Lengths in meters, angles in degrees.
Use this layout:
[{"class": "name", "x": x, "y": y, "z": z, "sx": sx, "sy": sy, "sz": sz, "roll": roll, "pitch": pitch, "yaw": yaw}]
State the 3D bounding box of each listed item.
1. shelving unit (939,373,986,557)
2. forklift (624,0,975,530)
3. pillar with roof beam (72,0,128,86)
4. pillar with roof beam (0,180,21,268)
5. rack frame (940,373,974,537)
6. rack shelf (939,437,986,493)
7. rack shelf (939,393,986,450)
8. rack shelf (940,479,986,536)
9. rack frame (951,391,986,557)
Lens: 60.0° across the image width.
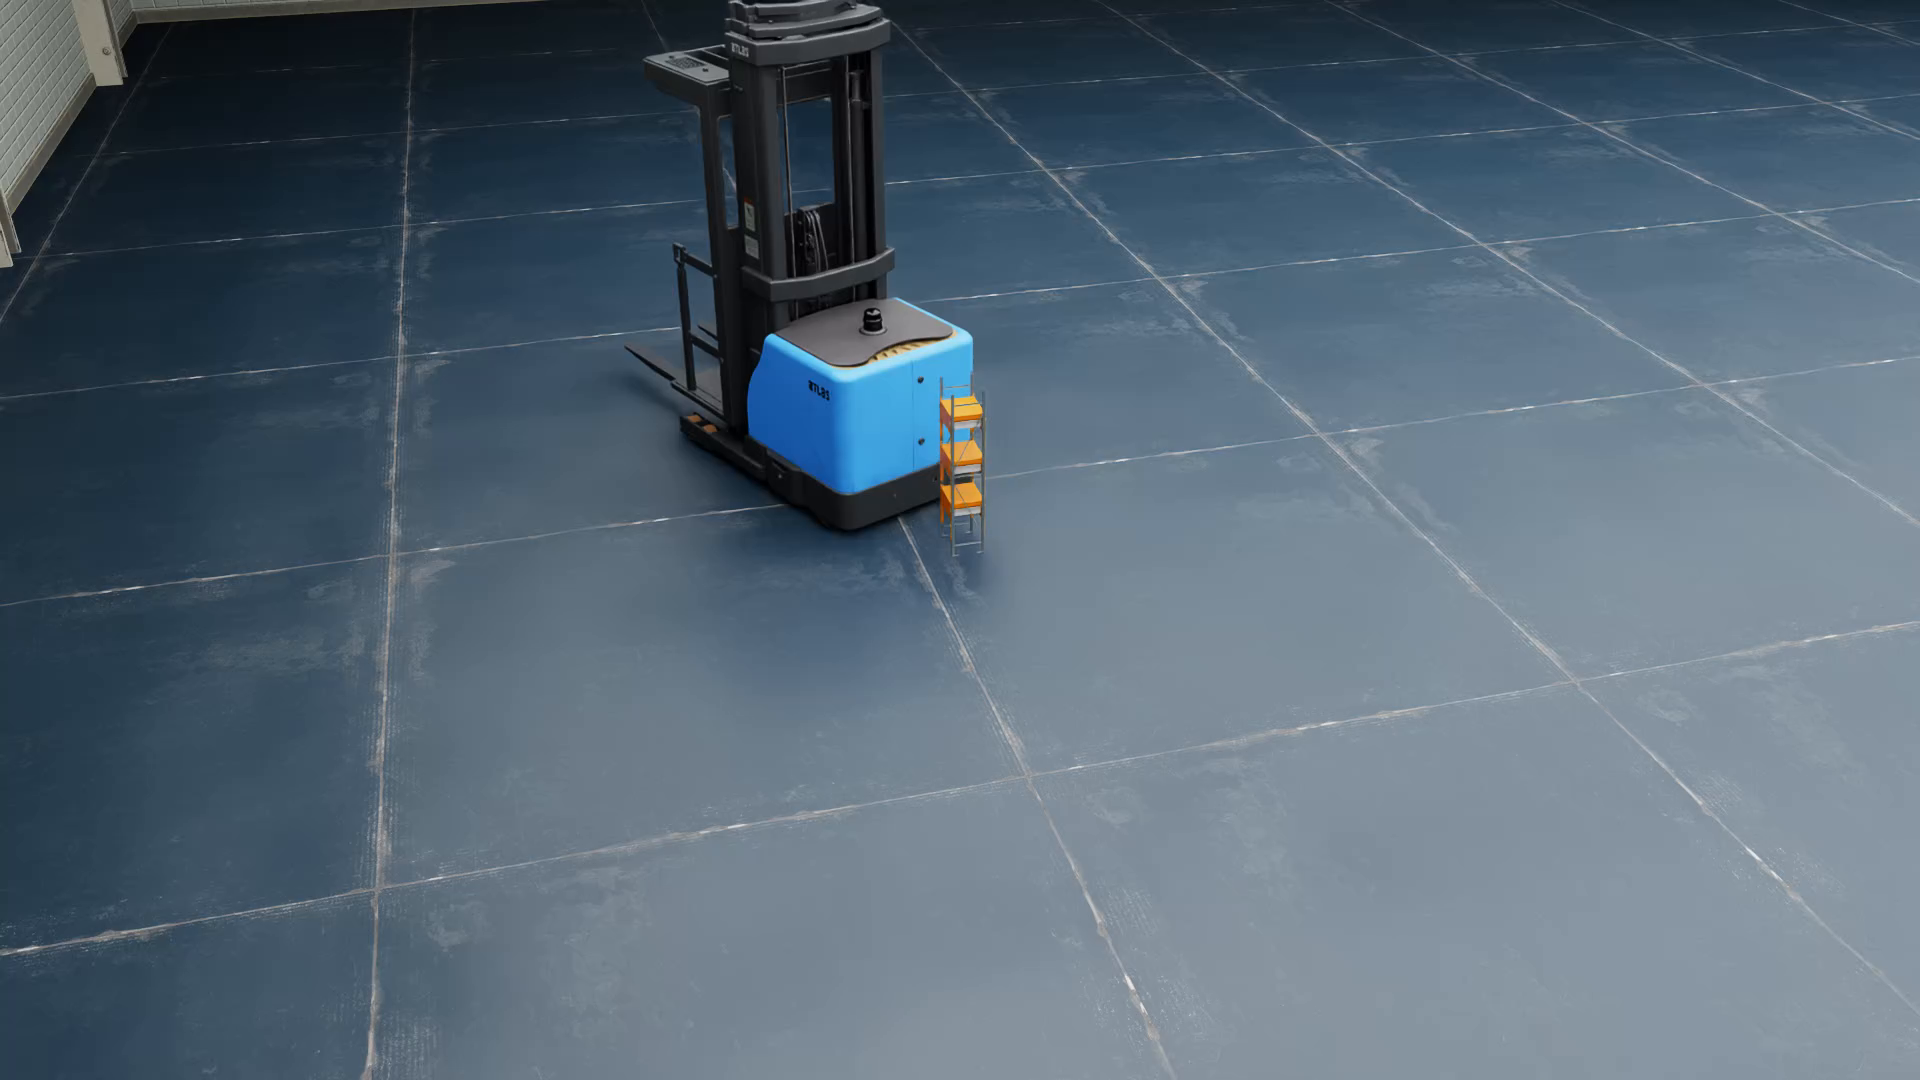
[{"class": "shelving unit", "x": 0.014, "y": -0.429, "z": 9.673, "sx": 0.215, "sy": 1.050, "sz": 0.252, "roll": -8, "pitch": 31, "yaw": -13}, {"class": "forklift", "x": -1.218, "y": -2.003, "z": 10.515, "sx": 1.130, "sy": 2.935, "sz": 3.031, "roll": -22, "pitch": 37, "yaw": -33}, {"class": "pillar with roof beam", "x": -5.594, "y": -9.733, "z": 17.814, "sx": 9.100, "sy": 9.000, "sz": 0.400, "roll": -8, "pitch": 31, "yaw": -13}, {"class": "pillar with roof beam", "x": -4.002, "y": -6.835, "z": 12.808, "sx": 9.100, "sy": 9.000, "sz": 0.400, "roll": -8, "pitch": 31, "yaw": -13}, {"class": "rack frame", "x": -0.018, "y": -0.487, "z": 9.775, "sx": 0.200, "sy": 1.050, "sz": 0.008, "roll": -8, "pitch": 31, "yaw": -13}, {"class": "rack shelf", "x": 0.014, "y": -0.419, "z": 9.679, "sx": 0.215, "sy": 0.259, "sz": 0.240, "roll": -8, "pitch": 31, "yaw": -13}, {"class": "rack shelf", "x": 0.014, "y": -0.665, "z": 9.537, "sx": 0.215, "sy": 0.259, "sz": 0.240, "roll": -8, "pitch": 31, "yaw": -13}, {"class": "rack shelf", "x": 0.014, "y": -0.179, "z": 9.818, "sx": 0.215, "sy": 0.259, "sz": 0.240, "roll": -8, "pitch": 31, "yaw": -13}, {"class": "rack frame", "x": 0.047, "y": -0.370, "z": 9.572, "sx": 0.200, "sy": 1.050, "sz": 0.008, "roll": -8, "pitch": 31, "yaw": -13}]
